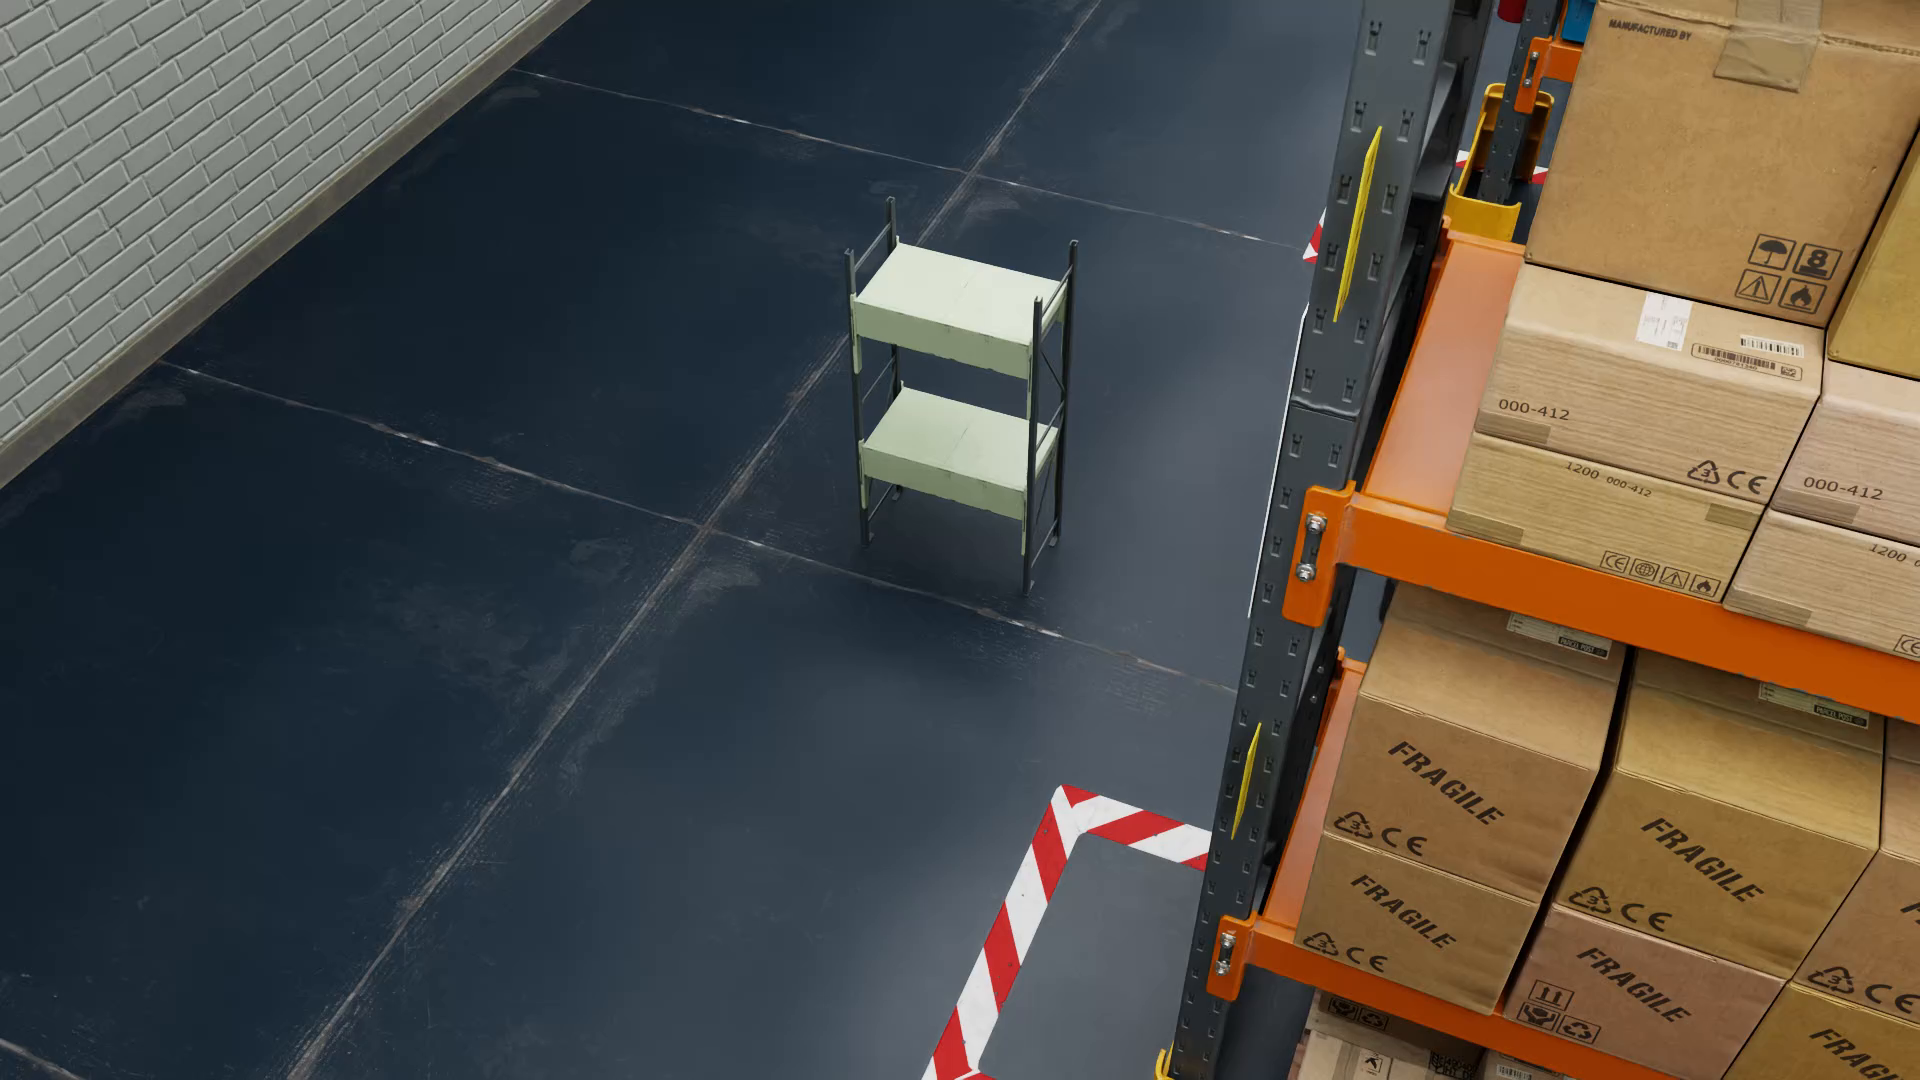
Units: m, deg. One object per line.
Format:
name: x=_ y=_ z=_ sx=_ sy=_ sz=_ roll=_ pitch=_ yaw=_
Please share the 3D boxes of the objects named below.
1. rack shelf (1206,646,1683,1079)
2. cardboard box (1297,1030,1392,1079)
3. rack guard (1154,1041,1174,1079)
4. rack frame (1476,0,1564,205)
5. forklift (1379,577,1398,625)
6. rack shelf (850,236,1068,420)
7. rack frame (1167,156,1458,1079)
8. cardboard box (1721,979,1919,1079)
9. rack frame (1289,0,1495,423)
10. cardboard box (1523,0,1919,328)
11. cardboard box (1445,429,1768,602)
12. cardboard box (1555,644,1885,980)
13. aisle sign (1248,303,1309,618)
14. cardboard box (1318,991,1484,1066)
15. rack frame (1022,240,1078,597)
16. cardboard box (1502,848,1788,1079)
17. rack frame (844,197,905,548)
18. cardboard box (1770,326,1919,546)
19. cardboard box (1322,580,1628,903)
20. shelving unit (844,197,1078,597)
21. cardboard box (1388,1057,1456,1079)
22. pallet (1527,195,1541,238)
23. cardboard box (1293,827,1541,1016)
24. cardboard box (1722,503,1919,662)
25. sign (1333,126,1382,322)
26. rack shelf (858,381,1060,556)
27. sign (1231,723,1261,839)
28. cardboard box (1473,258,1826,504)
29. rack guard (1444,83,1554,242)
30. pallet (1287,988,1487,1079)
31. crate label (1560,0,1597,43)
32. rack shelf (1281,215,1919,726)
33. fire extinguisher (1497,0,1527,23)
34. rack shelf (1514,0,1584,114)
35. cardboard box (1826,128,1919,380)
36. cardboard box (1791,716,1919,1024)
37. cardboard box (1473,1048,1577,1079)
rack shelf: x=2.708 y=1.303 z=4.162 sx=4.000 sy=0.370 sz=1.077 roll=16 pitch=47 yaw=16
cardboard box: x=1.116 y=1.697 z=4.966 sx=0.250 sy=0.149 sz=0.380 roll=16 pitch=47 yaw=16
rack guard: x=0.932 y=1.412 z=5.315 sx=0.348 sy=0.500 sz=1.175 roll=16 pitch=47 yaw=16
rack frame: x=2.772 y=-2.718 z=7.694 sx=0.127 sy=3.000 sz=1.000 roll=16 pitch=47 yaw=16
forklift: x=3.253 y=-0.610 z=5.624 sx=3.031 sy=2.935 sz=1.130 roll=14 pitch=47 yaw=14
rack shelf: x=0.006 y=-0.807 z=6.283 sx=0.720 sy=0.370 sz=0.431 roll=16 pitch=47 yaw=16
rack frame: x=0.862 y=0.505 z=4.455 sx=0.127 sy=3.000 sz=1.000 roll=16 pitch=47 yaw=16
cardboard box: x=2.110 y=1.037 z=3.849 sx=0.500 sy=0.500 sz=0.500 roll=16 pitch=47 yaw=16
rack frame: x=0.862 y=-1.621 z=2.339 sx=0.127 sy=3.000 sz=1.000 roll=16 pitch=47 yaw=16
cardboard box: x=1.342 y=-0.819 z=2.879 sx=0.500 sy=0.500 sz=0.700 roll=16 pitch=47 yaw=16
cardboard box: x=1.238 y=-0.200 z=3.143 sx=0.500 sy=0.250 sz=0.500 roll=16 pitch=47 yaw=16
cardboard box: x=1.655 y=0.544 z=3.635 sx=0.500 sy=0.500 sz=0.500 roll=17 pitch=47 yaw=16
aisle sign: x=0.686 y=-0.244 z=3.364 sx=0.004 sy=0.787 sz=0.394 roll=16 pitch=47 yaw=16
cardboard box: x=1.458 y=1.223 z=5.194 sx=0.500 sy=0.500 sz=0.500 roll=16 pitch=47 yaw=16
rack frame: x=0.344 y=-0.430 z=6.458 sx=0.023 sy=1.500 sz=0.400 roll=16 pitch=47 yaw=16
cardboard box: x=1.648 y=0.898 z=3.988 sx=0.500 sy=0.500 sz=0.500 roll=16 pitch=47 yaw=15
rack frame: x=-0.332 y=-0.629 z=6.658 sx=0.023 sy=1.500 sz=0.400 roll=16 pitch=47 yaw=16
cardboard box: x=1.694 y=-0.233 z=2.821 sx=0.500 sy=0.250 sz=0.500 roll=16 pitch=47 yaw=16
cardboard box: x=1.170 y=0.407 z=3.773 sx=0.500 sy=0.500 sz=0.500 roll=18 pitch=48 yaw=17
shelving unit: x=0.006 y=-0.530 z=6.558 sx=0.755 sy=1.500 sz=0.431 roll=16 pitch=47 yaw=16
cardboard box: x=1.347 y=1.759 z=4.891 sx=0.250 sy=0.166 sz=0.380 roll=16 pitch=47 yaw=16
pallet: x=3.518 y=-1.481 z=8.427 sx=1.213 sy=0.211 sz=1.003 roll=16 pitch=47 yaw=16
cardboard box: x=1.170 y=0.762 z=4.126 sx=0.500 sy=0.500 sz=0.500 roll=17 pitch=47 yaw=17
cardboard box: x=1.694 y=-0.056 z=2.998 sx=0.500 sy=0.250 sz=0.500 roll=16 pitch=47 yaw=16
sign: x=0.653 y=-0.515 z=2.733 sx=0.005 sy=0.325 sz=0.100 roll=16 pitch=47 yaw=16
rack shelf: x=0.006 y=-0.299 z=6.788 sx=0.720 sy=0.370 sz=0.431 roll=16 pitch=47 yaw=16
sign: x=0.653 y=0.552 z=3.794 sx=0.005 sy=0.325 sz=0.100 roll=16 pitch=47 yaw=16
cardboard box: x=1.236 y=-0.373 z=2.963 sx=0.500 sy=0.250 sz=0.500 roll=16 pitch=47 yaw=16
rack guard: x=2.745 y=-1.830 z=8.574 sx=0.348 sy=0.500 sz=1.175 roll=16 pitch=47 yaw=16
pallet: x=1.668 y=1.730 z=5.200 sx=1.213 sy=0.211 sz=1.003 roll=16 pitch=47 yaw=16
crate label: x=2.873 y=-2.399 z=7.449 sx=0.303 sy=0.233 sz=0.416 roll=16 pitch=47 yaw=16
rack shelf: x=2.708 y=0.240 z=3.104 sx=4.000 sy=0.370 sz=1.077 roll=16 pitch=47 yaw=16
fire extinguisher: x=2.808 y=-2.895 z=8.192 sx=0.183 sy=0.674 sz=0.296 roll=16 pitch=47 yaw=16
rack shelf: x=4.618 y=-1.920 z=7.402 sx=4.000 sy=0.370 sz=1.077 roll=16 pitch=47 yaw=16
cardboard box: x=1.771 y=-0.628 z=2.687 sx=0.500 sy=0.500 sz=0.700 roll=16 pitch=47 yaw=16
cardboard box: x=2.115 y=0.684 z=3.496 sx=0.500 sy=0.500 sz=0.500 roll=17 pitch=47 yaw=16
cardboard box: x=1.716 y=1.792 z=4.799 sx=0.500 sy=0.250 sz=0.500 roll=16 pitch=47 yaw=16
